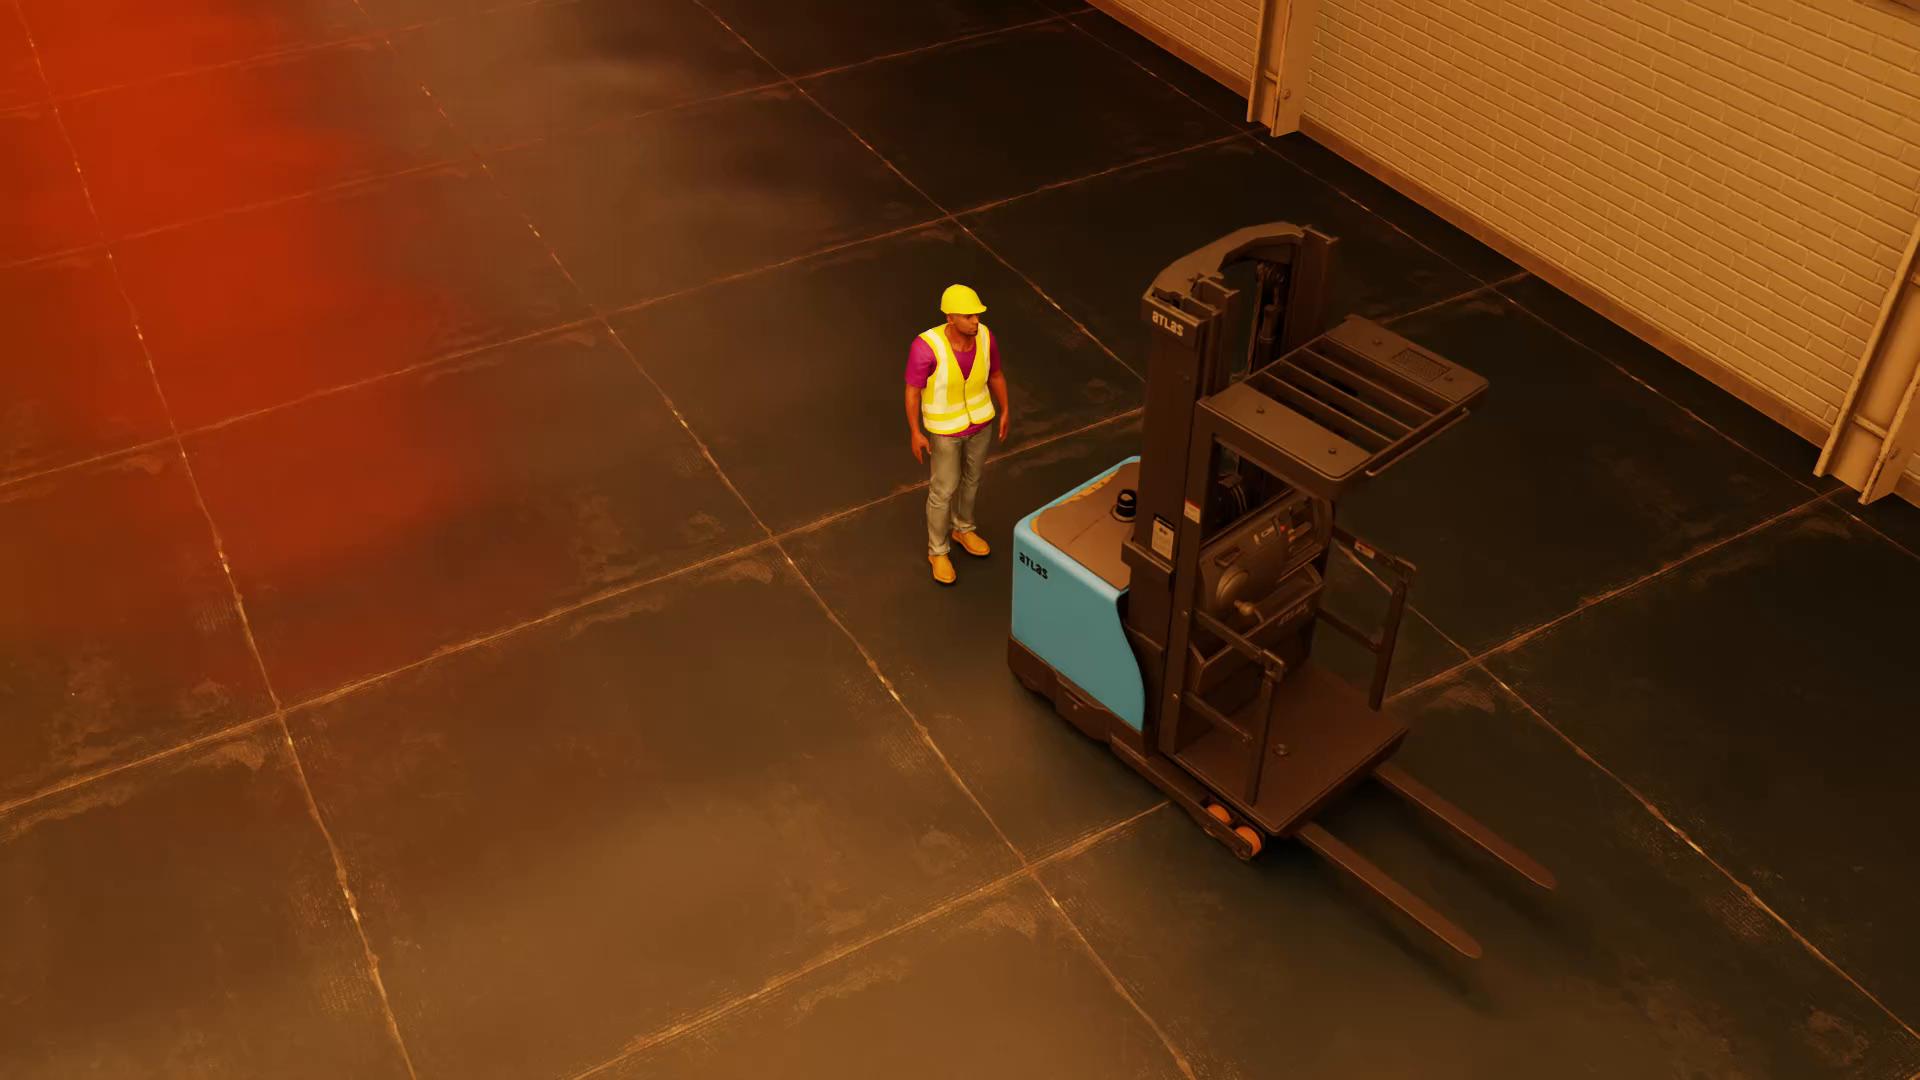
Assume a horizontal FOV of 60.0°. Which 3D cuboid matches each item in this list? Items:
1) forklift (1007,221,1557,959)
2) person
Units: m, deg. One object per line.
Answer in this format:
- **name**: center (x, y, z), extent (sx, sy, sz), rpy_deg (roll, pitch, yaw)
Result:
- **forklift**: center (1.621, 0.110, 7.903), extent (1.130, 2.935, 3.031), rpy_deg (-30, 48, -31)
- **person**: center (0.030, -0.645, 9.715), extent (0.666, 1.765, 0.577), rpy_deg (-20, 44, -23)
